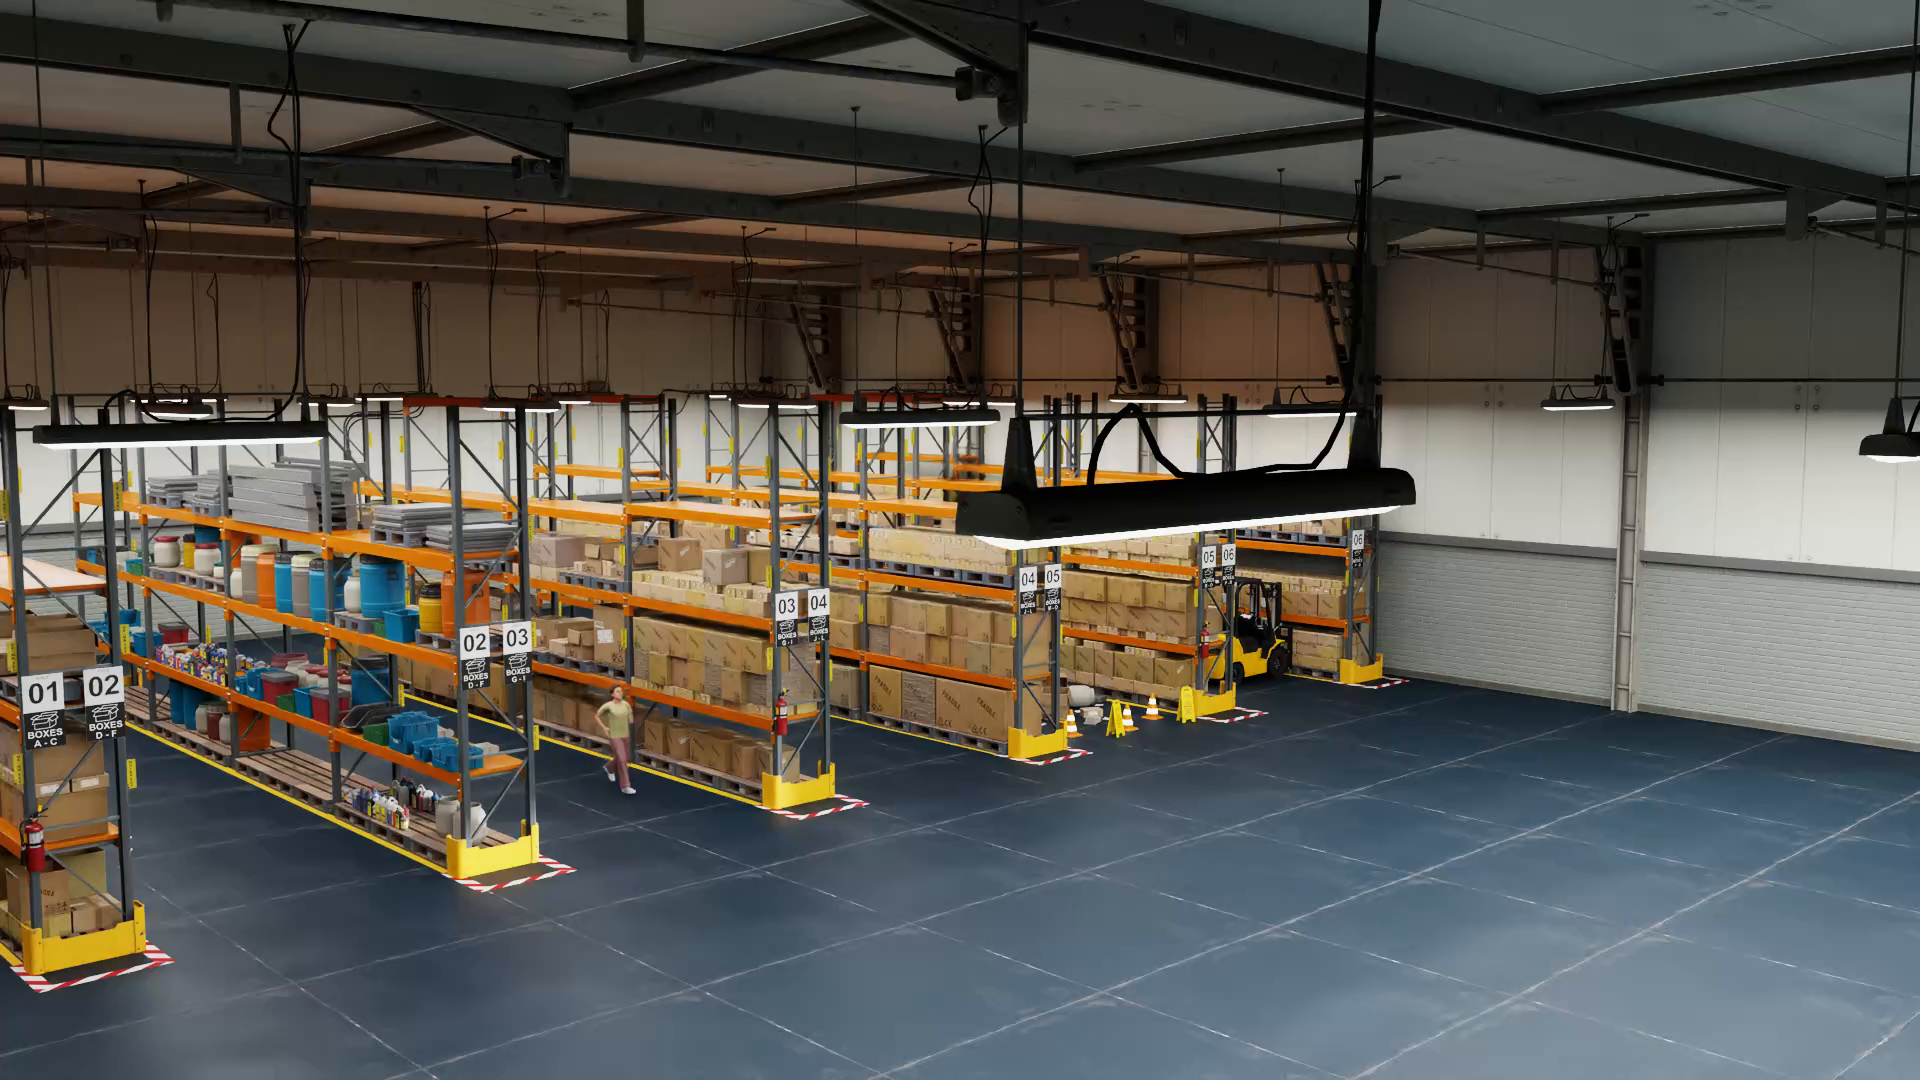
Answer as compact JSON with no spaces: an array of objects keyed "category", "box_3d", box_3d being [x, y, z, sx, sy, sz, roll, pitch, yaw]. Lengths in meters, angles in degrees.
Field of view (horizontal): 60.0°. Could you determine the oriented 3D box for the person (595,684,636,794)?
[{"category":"person","box_3d":[-5.261,3.029,25.557,0.586,1.645,0.914,-5,8,-45]}]
